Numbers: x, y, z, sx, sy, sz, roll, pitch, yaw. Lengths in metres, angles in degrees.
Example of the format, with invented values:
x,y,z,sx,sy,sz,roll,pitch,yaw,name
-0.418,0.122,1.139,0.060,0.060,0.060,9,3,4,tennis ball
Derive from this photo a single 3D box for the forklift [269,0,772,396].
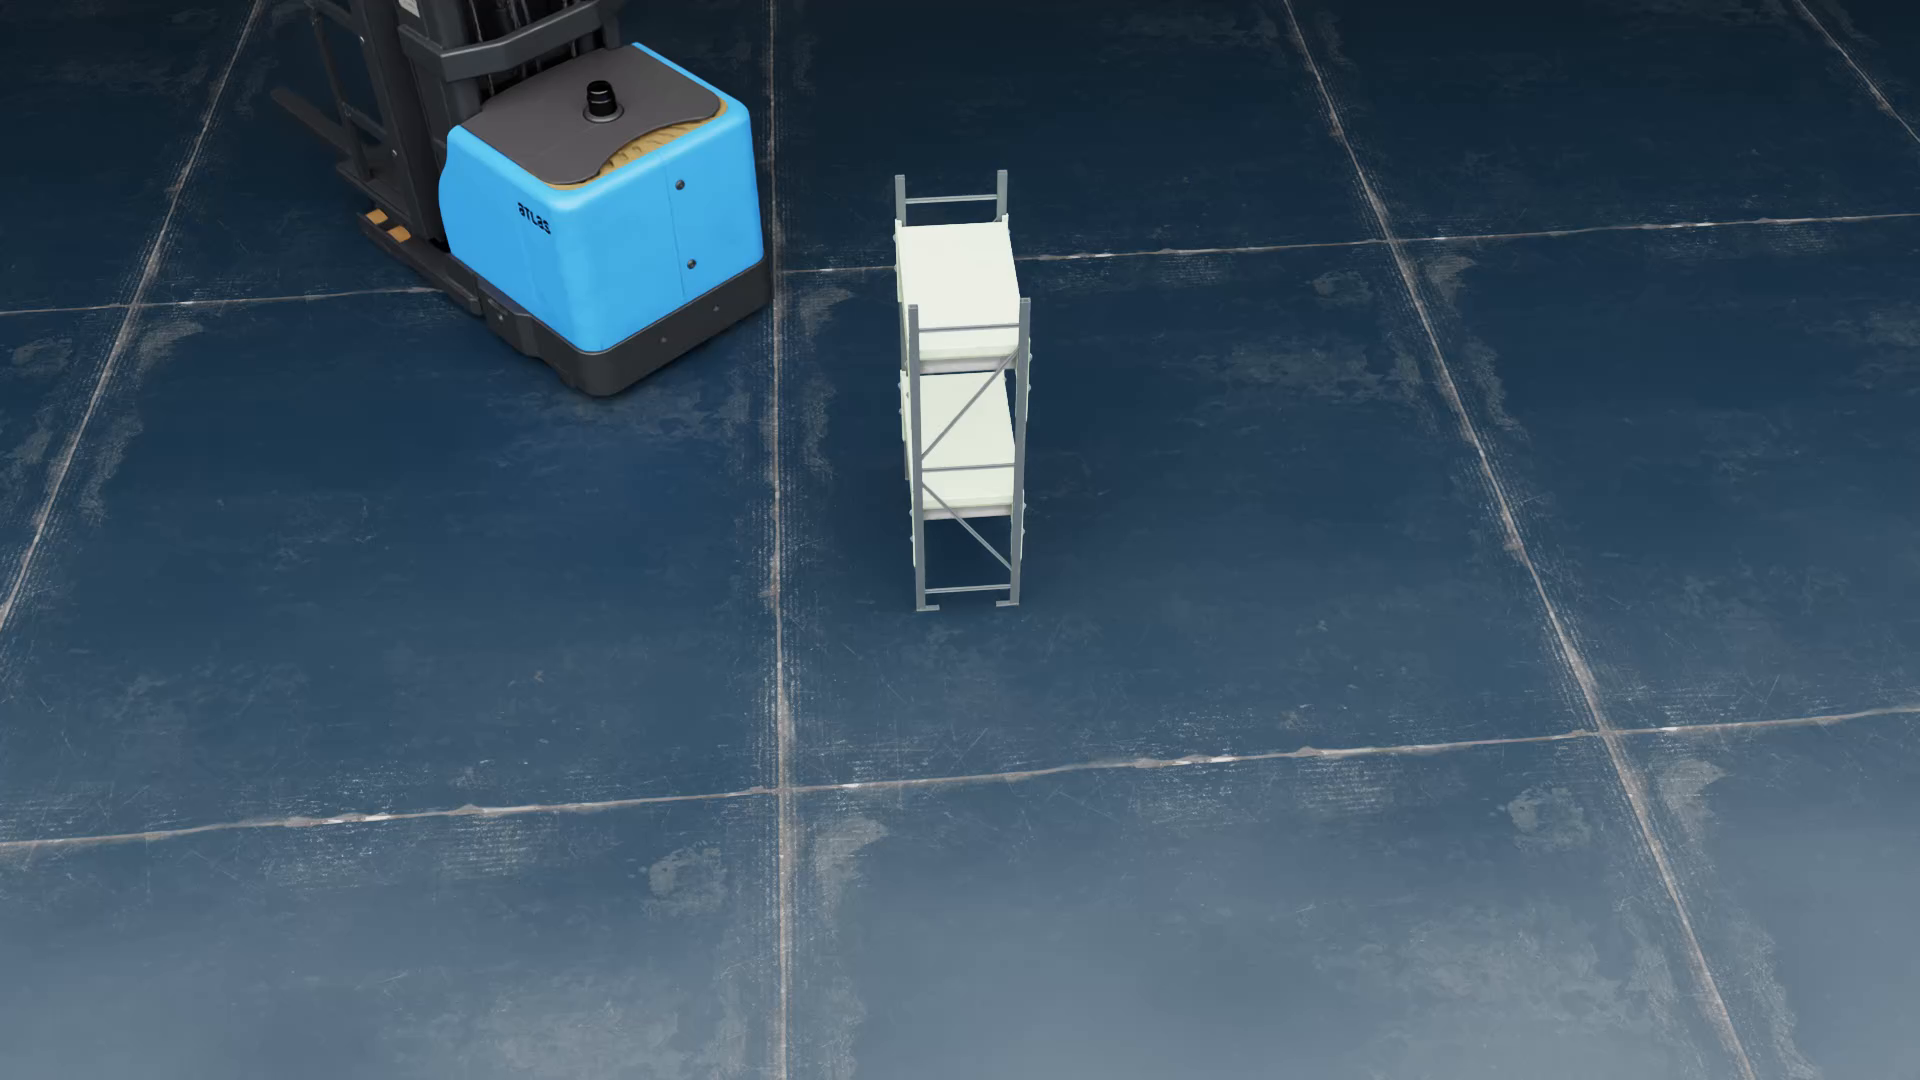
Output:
x,y,z,sx,sy,sz,roll,pitch,yaw,name
-2.279,-2.592,7.186,3.031,2.935,1.130,35,56,29,forklift

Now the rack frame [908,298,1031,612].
x,y,z,sx,sy,sz,roll,pitch,yaw,name
0.030,-0.256,5.959,0.400,1.500,0.023,-3,47,-3,rack frame

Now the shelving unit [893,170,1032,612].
x,y,z,sx,sy,sz,roll,pitch,yaw,name
-0.001,-0.521,6.210,0.431,1.500,0.755,-3,47,-3,shelving unit

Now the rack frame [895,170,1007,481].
x,y,z,sx,sy,sz,roll,pitch,yaw,name
-0.031,-0.785,6.461,0.400,1.500,0.023,-3,47,-3,rack frame

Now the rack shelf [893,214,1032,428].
x,y,z,sx,sy,sz,roll,pitch,yaw,name
-0.001,-0.789,5.927,0.431,0.370,0.720,-3,47,-3,rack shelf

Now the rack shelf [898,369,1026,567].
x,y,z,sx,sy,sz,roll,pitch,yaw,name
-0.001,-0.296,6.447,0.431,0.370,0.720,-3,47,-3,rack shelf
